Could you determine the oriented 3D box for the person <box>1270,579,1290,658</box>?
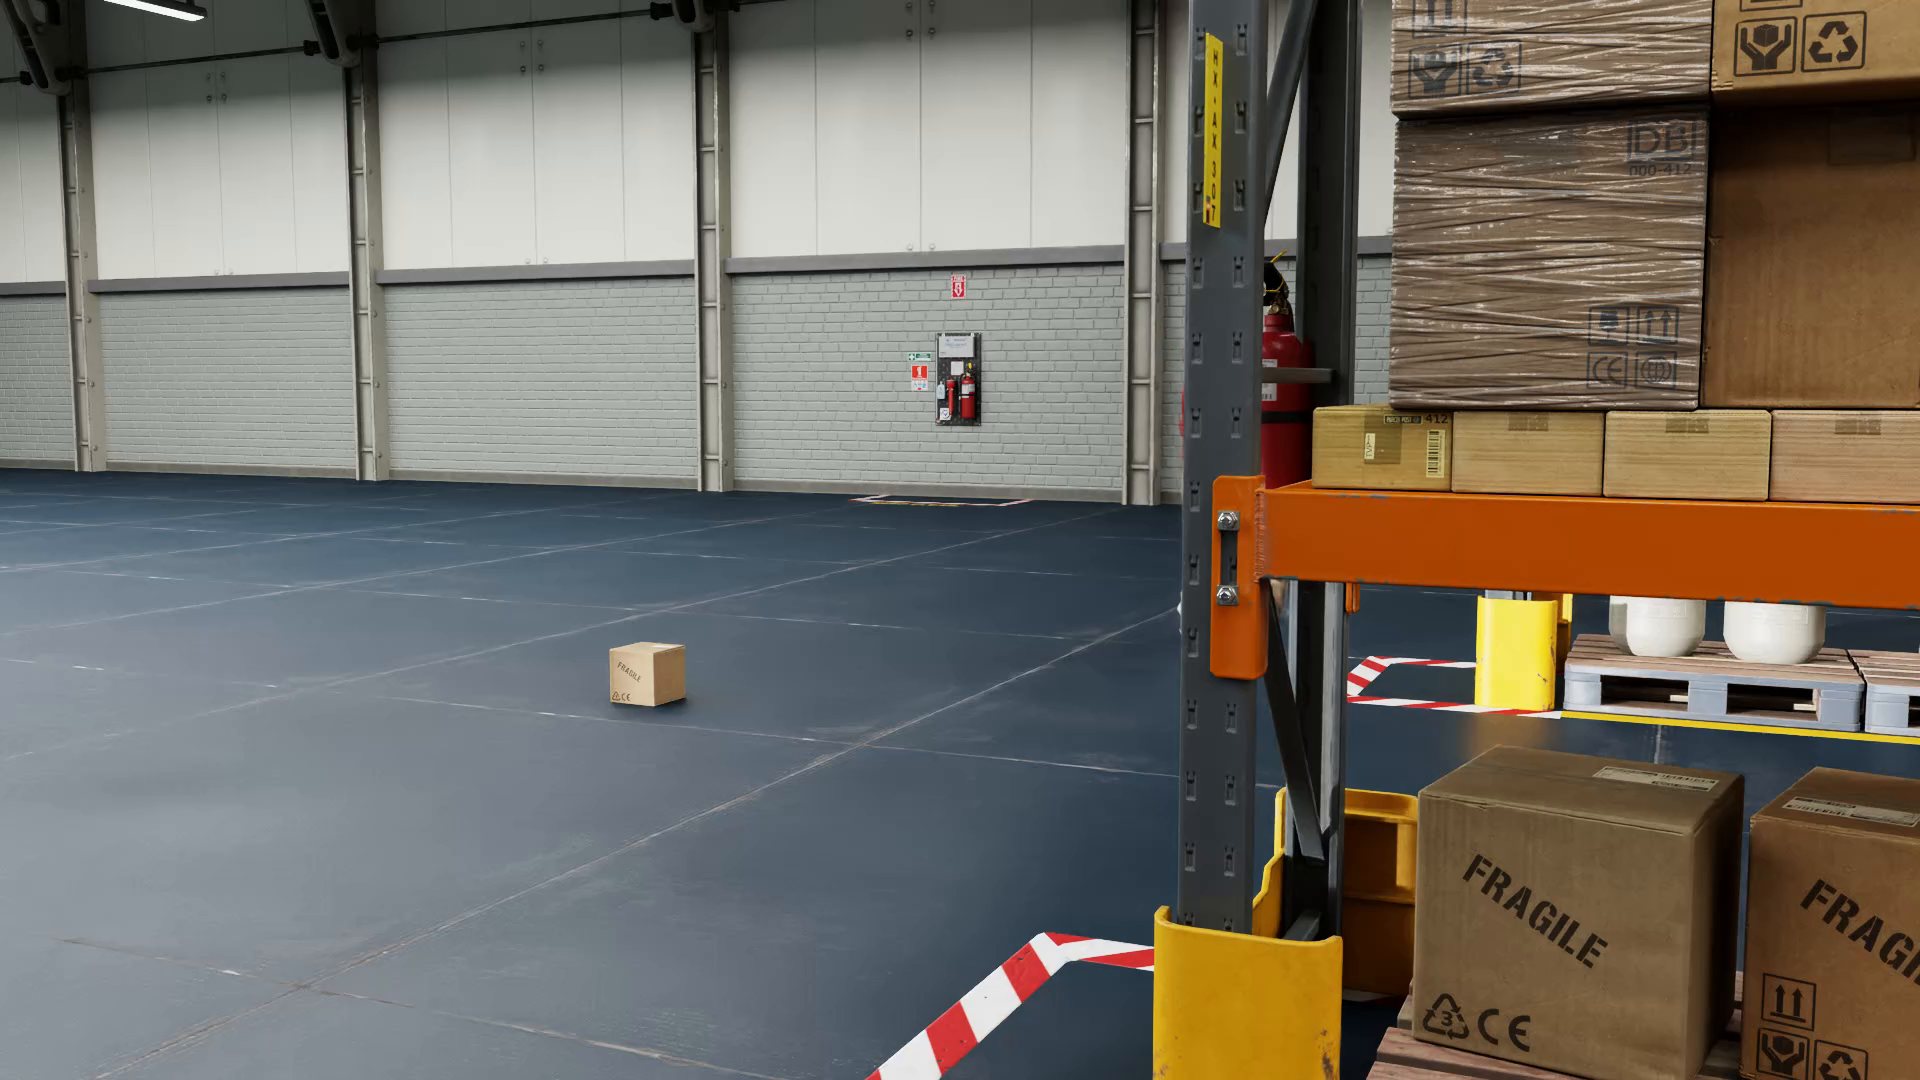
[{"bbox_3d":[1.522,-0.215,9.026,0.516,1.797,0.548,-3,6,-29],"label":"person"}]
